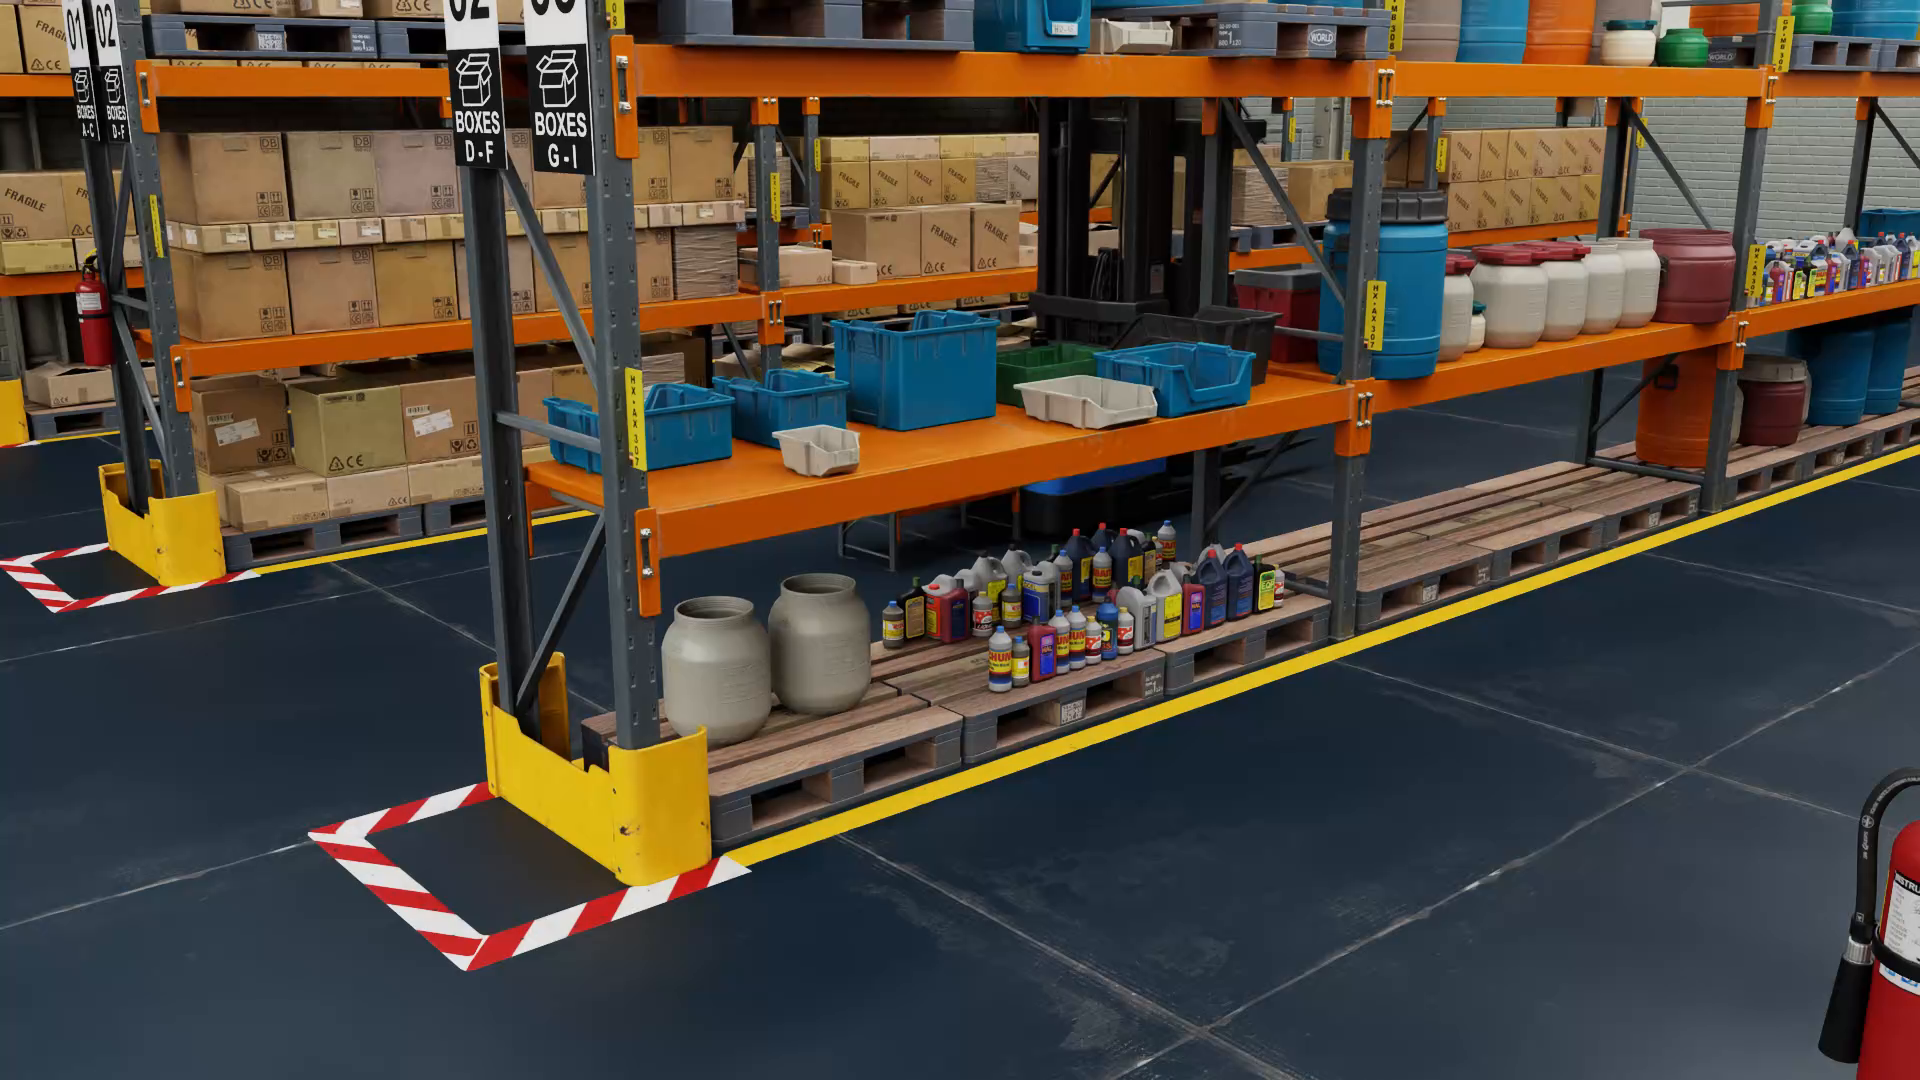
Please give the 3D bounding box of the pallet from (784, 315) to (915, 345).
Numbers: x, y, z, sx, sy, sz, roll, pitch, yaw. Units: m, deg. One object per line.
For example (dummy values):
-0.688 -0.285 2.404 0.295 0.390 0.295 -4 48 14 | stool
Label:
-1.226 -2.419 18.896 1.213 0.211 1.003 -13 19 -39 | pallet

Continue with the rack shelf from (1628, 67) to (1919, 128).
6.142 -3.159 11.845 4.000 0.370 1.077 -13 19 -39 | rack shelf

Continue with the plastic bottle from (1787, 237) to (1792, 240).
6.424 -2.210 12.938 0.133 0.283 0.061 -13 19 -39 | plastic bottle

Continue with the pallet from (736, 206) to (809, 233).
-2.338 -3.413 17.586 1.003 0.211 1.213 -13 19 -39 | pallet

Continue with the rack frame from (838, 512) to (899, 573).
-0.538 -0.401 9.573 0.032 1.125 0.500 -14 20 -42 | rack frame

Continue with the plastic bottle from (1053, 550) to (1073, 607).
0.505 0.185 8.180 0.097 0.271 0.097 0 15 0 | plastic bottle

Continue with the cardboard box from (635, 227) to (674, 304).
-2.358 -1.887 11.308 0.500 0.500 0.700 -13 20 -40 | cardboard box

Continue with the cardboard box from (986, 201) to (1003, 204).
0.289 -3.933 19.612 0.250 0.149 0.380 -13 19 -39 | cardboard box

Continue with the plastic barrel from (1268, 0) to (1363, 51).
1.856 -2.861 8.363 0.708 0.901 0.600 -13 19 -39 | plastic barrel

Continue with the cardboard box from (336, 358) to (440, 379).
-3.697 -0.886 10.815 0.500 0.500 0.500 -13 19 -39 | cardboard box

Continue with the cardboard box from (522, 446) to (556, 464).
-2.968 -0.504 10.838 0.500 0.250 0.500 -13 19 -39 | cardboard box

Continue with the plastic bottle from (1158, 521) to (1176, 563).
1.087 0.033 8.747 0.097 0.271 0.097 0 15 0 | plastic bottle

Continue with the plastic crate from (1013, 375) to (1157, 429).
0.557 -0.589 7.154 0.437 0.136 0.530 -13 19 -39 | plastic crate

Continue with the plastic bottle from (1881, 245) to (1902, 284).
6.909 -2.059 12.387 0.135 0.276 0.152 -13 19 -39 | plastic bottle

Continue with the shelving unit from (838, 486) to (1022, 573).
-0.173 -0.493 9.915 1.048 1.125 0.538 -14 20 -42 | shelving unit

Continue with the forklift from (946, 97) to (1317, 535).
1.297 -1.740 11.085 3.031 2.935 1.130 -14 20 -42 | forklift

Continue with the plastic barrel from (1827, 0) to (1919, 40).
6.463 -3.971 11.708 0.708 0.901 0.600 -13 19 -39 | plastic barrel

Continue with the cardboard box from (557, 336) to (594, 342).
-3.987 -2.200 16.664 0.500 0.500 0.700 -13 20 -40 | cardboard box

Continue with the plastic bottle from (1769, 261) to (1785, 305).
5.449 -1.719 11.100 0.133 0.283 0.061 -13 19 -39 | plastic bottle

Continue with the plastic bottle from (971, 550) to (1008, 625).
0.131 0.218 7.902 0.185 0.351 0.144 -12 19 -37 | plastic bottle

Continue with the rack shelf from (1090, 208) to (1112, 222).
2.656 -4.316 21.989 4.000 0.370 1.077 -13 19 -39 | rack shelf

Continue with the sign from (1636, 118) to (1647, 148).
7.768 -4.639 18.950 0.005 0.325 0.100 -13 19 -39 | sign

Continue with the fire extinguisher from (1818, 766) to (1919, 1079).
1.460 0.568 2.461 0.183 0.674 0.296 -13 19 -39 | fire extinguisher

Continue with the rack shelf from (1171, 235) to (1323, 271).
2.893 -2.675 15.845 4.000 0.370 1.077 -13 19 -39 | rack shelf

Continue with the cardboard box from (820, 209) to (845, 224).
-1.470 -3.546 18.161 0.250 0.149 0.380 -13 20 -40 | cardboard box

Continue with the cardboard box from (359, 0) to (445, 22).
-3.219 -3.324 9.791 0.500 0.500 0.500 -13 19 -39 | cardboard box

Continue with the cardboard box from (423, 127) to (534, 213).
-3.100 -2.349 10.525 0.500 0.500 0.700 -13 19 -39 | cardboard box

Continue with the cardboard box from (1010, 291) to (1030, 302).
0.742 -3.354 20.344 0.750 0.750 0.750 -12 19 -39 | cardboard box

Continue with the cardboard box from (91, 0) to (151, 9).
-6.665 -4.464 13.168 0.500 0.500 0.500 -12 19 -38 | cardboard box

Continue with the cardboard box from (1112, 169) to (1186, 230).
1.785 -3.063 14.898 0.700 0.500 0.500 8 17 28 | cardboard box

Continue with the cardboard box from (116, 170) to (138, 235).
-6.575 -2.782 13.651 0.500 0.500 0.500 -13 20 -41 | cardboard box

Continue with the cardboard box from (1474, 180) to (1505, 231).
5.349 -3.530 17.459 0.500 0.500 0.500 -12 19 -38 | cardboard box

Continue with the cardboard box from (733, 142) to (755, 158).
-2.344 -4.100 17.482 0.380 0.149 0.250 12 19 38 | cardboard box

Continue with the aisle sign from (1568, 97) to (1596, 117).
7.278 -5.363 19.479 0.004 0.787 0.394 -13 19 -39 | aisle sign

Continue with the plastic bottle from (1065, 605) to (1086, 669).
0.504 0.421 7.296 0.097 0.271 0.097 0 15 0 | plastic bottle

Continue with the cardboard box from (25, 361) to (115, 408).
-7.325 -1.305 13.681 0.500 0.311 0.500 13 20 41 | cardboard box

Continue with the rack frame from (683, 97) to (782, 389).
-1.633 -2.006 11.946 0.127 3.000 1.000 -13 19 -39 | rack frame

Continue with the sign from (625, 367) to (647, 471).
-1.044 -0.389 5.358 0.005 0.325 0.100 -13 19 -39 | sign

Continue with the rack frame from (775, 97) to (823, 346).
-1.870 -3.647 18.091 0.127 3.000 1.000 -13 19 -39 | rack frame

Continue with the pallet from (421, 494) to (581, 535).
-3.182 -0.324 11.055 1.213 0.211 1.003 -13 19 -39 | pallet

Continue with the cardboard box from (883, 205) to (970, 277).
-0.268 -2.355 13.061 0.500 0.500 0.500 -13 19 -39 | cardboard box

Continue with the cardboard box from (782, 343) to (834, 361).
-1.128 -1.365 12.975 0.500 0.311 0.500 -12 19 -38 | cardboard box

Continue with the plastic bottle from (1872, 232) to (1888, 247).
6.938 -2.150 12.580 0.185 0.351 0.144 -13 19 -39 | plastic bottle

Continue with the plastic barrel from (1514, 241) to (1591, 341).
3.361 -1.423 9.503 0.433 0.535 0.433 0 15 0 | plastic barrel

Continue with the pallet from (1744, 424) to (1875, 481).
6.120 -0.718 12.531 1.213 0.211 1.003 -13 19 -39 | pallet

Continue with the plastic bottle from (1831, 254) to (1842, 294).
6.148 -1.877 11.712 0.097 0.271 0.097 0 15 0 | plastic bottle

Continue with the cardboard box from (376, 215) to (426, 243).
-3.436 -1.890 10.061 0.250 0.149 0.380 -14 20 -41 | cardboard box

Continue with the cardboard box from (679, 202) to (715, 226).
-1.886 -2.238 11.366 0.250 0.149 0.380 -13 20 -41 | cardboard box

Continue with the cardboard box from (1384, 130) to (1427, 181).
4.613 -4.028 17.388 0.500 0.500 0.500 -13 19 -39 | cardboard box

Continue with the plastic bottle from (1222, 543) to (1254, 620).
1.319 0.192 8.001 0.185 0.351 0.144 -13 20 -41 | plastic bottle

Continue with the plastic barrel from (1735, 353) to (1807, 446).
5.843 -1.034 12.167 0.708 0.588 0.600 -13 19 -39 | plastic barrel

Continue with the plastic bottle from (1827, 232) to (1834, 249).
6.993 -2.338 13.416 0.133 0.283 0.061 -13 19 -39 | plastic bottle
